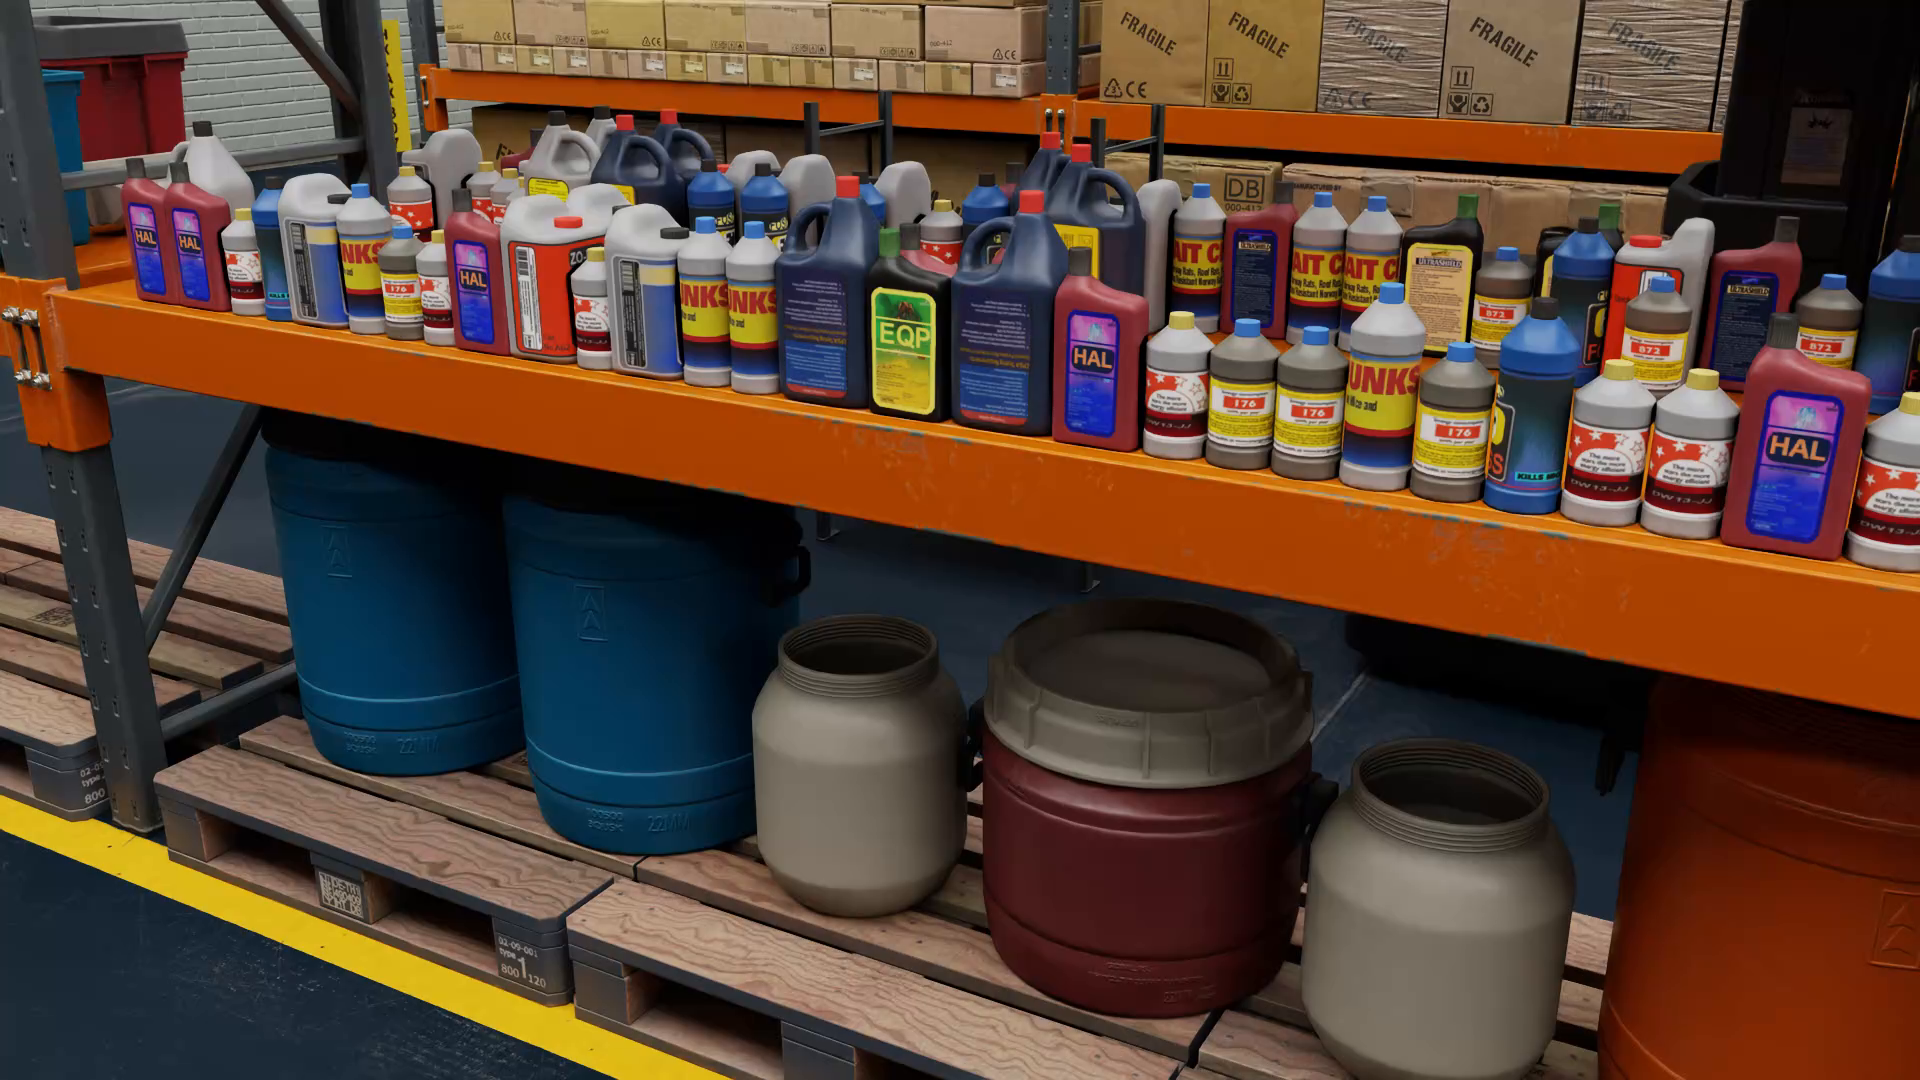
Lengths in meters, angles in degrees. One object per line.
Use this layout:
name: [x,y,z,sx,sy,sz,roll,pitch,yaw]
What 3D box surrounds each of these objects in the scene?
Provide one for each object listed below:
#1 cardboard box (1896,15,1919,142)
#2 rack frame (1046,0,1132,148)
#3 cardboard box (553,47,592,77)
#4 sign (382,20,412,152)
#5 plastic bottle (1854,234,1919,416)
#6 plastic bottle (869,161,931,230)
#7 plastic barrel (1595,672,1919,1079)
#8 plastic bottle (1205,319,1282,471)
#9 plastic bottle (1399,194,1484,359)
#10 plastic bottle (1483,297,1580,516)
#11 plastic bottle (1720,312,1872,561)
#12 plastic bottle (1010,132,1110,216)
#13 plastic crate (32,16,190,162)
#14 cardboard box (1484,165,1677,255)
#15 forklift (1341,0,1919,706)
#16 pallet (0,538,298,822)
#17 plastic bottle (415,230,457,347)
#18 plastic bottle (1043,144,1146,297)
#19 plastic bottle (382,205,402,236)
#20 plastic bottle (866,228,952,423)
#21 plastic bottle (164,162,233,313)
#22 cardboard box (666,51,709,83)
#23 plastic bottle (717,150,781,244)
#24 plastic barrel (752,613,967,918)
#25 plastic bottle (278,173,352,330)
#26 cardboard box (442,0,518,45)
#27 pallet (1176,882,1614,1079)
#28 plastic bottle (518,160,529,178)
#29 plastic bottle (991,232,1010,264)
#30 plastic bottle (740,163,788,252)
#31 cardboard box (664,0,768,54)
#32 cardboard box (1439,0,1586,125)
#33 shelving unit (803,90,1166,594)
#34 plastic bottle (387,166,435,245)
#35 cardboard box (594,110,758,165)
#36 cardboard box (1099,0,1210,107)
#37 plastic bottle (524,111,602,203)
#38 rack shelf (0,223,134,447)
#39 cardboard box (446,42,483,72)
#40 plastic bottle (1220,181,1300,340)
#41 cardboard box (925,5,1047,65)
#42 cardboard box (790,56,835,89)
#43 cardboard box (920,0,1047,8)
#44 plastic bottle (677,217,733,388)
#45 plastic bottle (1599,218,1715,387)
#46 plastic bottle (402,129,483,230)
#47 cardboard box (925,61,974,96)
cardboard box: [3.626,-1.730,6.089,0.500,0.500,0.500,12,23,29]
rack frame: [0.685,-2.340,7.917,0.127,3.000,1.000,11,23,27]
cardboard box: [-1.981,-2.602,9.008,0.250,0.149,0.380,10,22,26]
sign: [-1.460,-1.159,4.256,0.005,0.325,0.100,11,23,27]
plastic bottle: [1.454,-0.335,2.580,0.097,0.271,0.097,0,20,0]
plastic bottle: [-0.149,-0.632,3.391,0.135,0.276,0.152,11,23,27]
plastic barrel: [1.326,0.546,2.527,0.708,0.830,0.600,11,23,27]
plastic bottle: [0.397,-0.207,2.329,0.097,0.201,0.097,0,20,0]
plastic bottle: [0.842,-0.465,2.919,0.133,0.283,0.061,11,23,27]
plastic bottle: [0.737,-0.175,2.139,0.097,0.271,0.097,0,20,0]
plastic bottle: [0.999,-0.124,1.980,0.133,0.283,0.061,11,23,27]
plastic bottle: [0.193,-0.604,3.203,0.185,0.351,0.144,11,23,27]
plastic crate: [-2.387,-1.147,4.446,0.583,0.464,0.402,11,23,27]
cardboard box: [2.810,-1.145,7.123,0.875,0.875,1.225,11,23,27]
forklift: [2.658,-0.913,4.084,3.031,2.935,1.130,10,22,26]
pallet: [-2.391,0.335,4.633,1.213,0.211,1.003,11,23,27]
plastic bottle: [-0.935,-0.461,3.029,0.097,0.201,0.097,0,20,0]
plastic bottle: [0.237,-0.536,3.016,0.185,0.351,0.144,11,23,27]
plastic bottle: [-1.148,-0.561,3.305,0.097,0.201,0.097,0,20,0]
plastic bottle: [-0.075,-0.329,2.544,0.133,0.283,0.061,11,23,27]
plastic bottle: [-1.502,-0.601,3.293,0.133,0.283,0.061,11,23,27]
cardboard box: [-1.314,-2.474,8.656,0.250,0.149,0.380,10,22,26]
plastic bottle: [-0.469,-0.693,3.559,0.135,0.276,0.152,11,23,27]
plastic barrel: [-0.196,0.440,3.285,0.421,0.512,0.421,0,20,0]
plastic bottle: [-1.193,-0.556,3.181,0.135,0.276,0.152,11,23,27]
cardboard box: [-2.520,-2.914,9.284,0.500,0.250,0.500,10,22,26]
pallet: [1.053,0.992,2.821,1.213,0.211,1.003,11,23,27]
plastic bottle: [-0.910,-0.777,3.791,0.135,0.276,0.152,11,23,27]
plastic bottle: [0.112,-0.349,2.601,0.133,0.283,0.061,11,23,27]
plastic bottle: [-0.396,-0.629,3.388,0.097,0.271,0.097,0,20,0]
cardboard box: [-1.167,-2.660,8.583,0.500,0.250,0.500,10,22,26]
cardboard box: [2.295,-1.985,6.792,0.500,0.500,0.500,11,23,28]
shelving unit: [0.074,-0.691,5.570,1.048,1.500,0.538,11,23,27]
plastic bottle: [-1.273,-0.763,3.860,0.097,0.201,0.097,0,20,0]
cardboard box: [-1.415,-1.970,9.397,0.875,0.875,0.875,11,23,27]
cardboard box: [0.965,-2.236,7.484,0.500,0.500,0.500,11,23,27]
plastic bottle: [-0.839,-0.744,3.590,0.185,0.351,0.144,11,23,27]
rack shelf: [-3.476,-0.860,4.892,4.000,0.370,1.077,11,23,27]
cardboard box: [-2.658,-2.730,9.360,0.250,0.149,0.380,11,23,28]
plastic bottle: [0.555,-0.519,3.069,0.133,0.283,0.061,11,23,27]
cardboard box: [0.172,-2.405,7.879,0.500,0.250,0.500,10,22,26]
cardboard box: [-0.639,-2.346,8.303,0.250,0.149,0.380,11,23,28]
cardboard box: [0.153,-2.759,7.756,0.500,0.500,0.500,12,23,29]
plastic bottle: [-0.413,-0.395,2.743,0.097,0.271,0.097,0,20,0]
plastic bottle: [1.138,-0.387,2.716,0.135,0.276,0.152,11,23,27]
plastic bottle: [-1.229,-0.838,3.958,0.135,0.276,0.152,11,23,27]
cardboard box: [0.034,-2.218,7.949,0.250,0.149,0.380,11,23,28]
